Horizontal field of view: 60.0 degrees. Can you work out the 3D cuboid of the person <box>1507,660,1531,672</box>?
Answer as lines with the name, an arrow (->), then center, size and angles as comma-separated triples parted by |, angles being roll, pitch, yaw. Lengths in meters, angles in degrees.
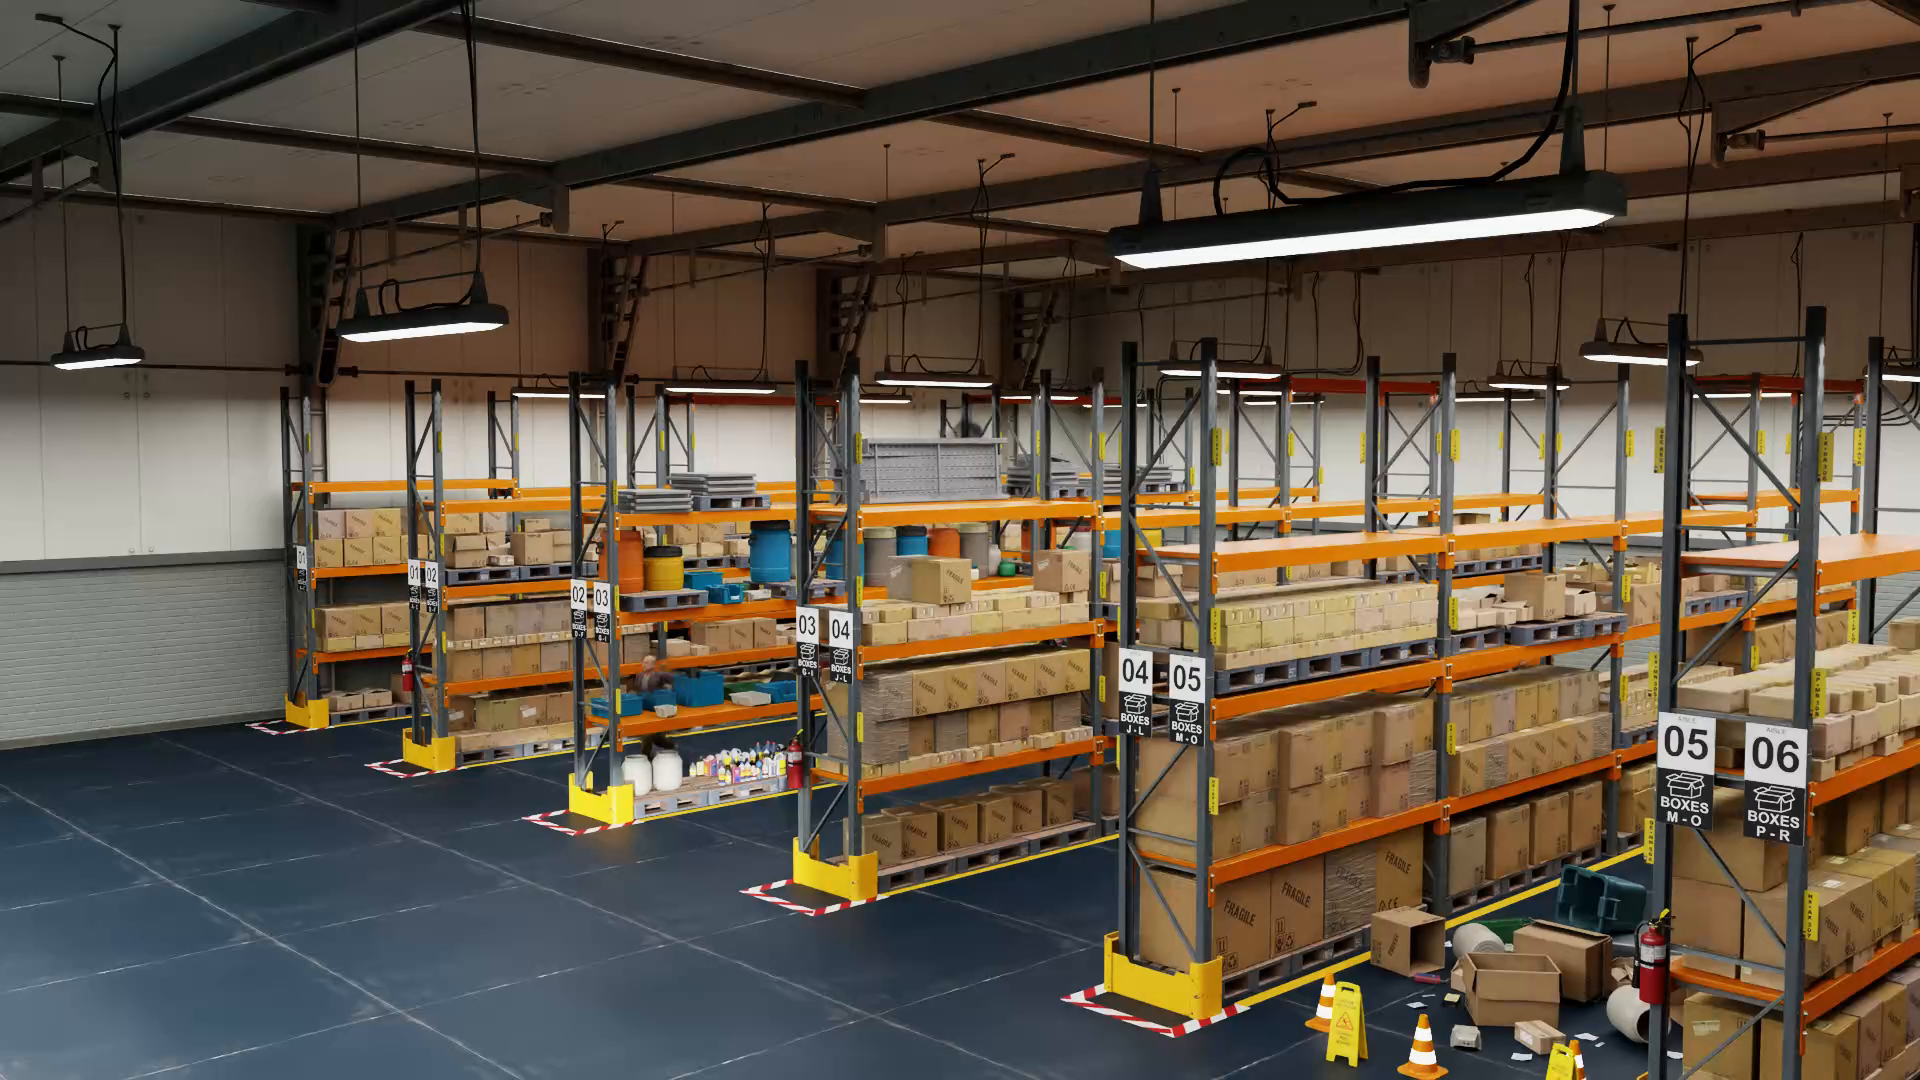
person -> 8.813, 2.636, 26.046 | 0.648, 1.773, 0.858 | 3, 5, 42

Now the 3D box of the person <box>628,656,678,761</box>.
person -> -4.674, 2.666, 25.400 | 0.715, 1.827, 1.045 | 2, 4, 34
